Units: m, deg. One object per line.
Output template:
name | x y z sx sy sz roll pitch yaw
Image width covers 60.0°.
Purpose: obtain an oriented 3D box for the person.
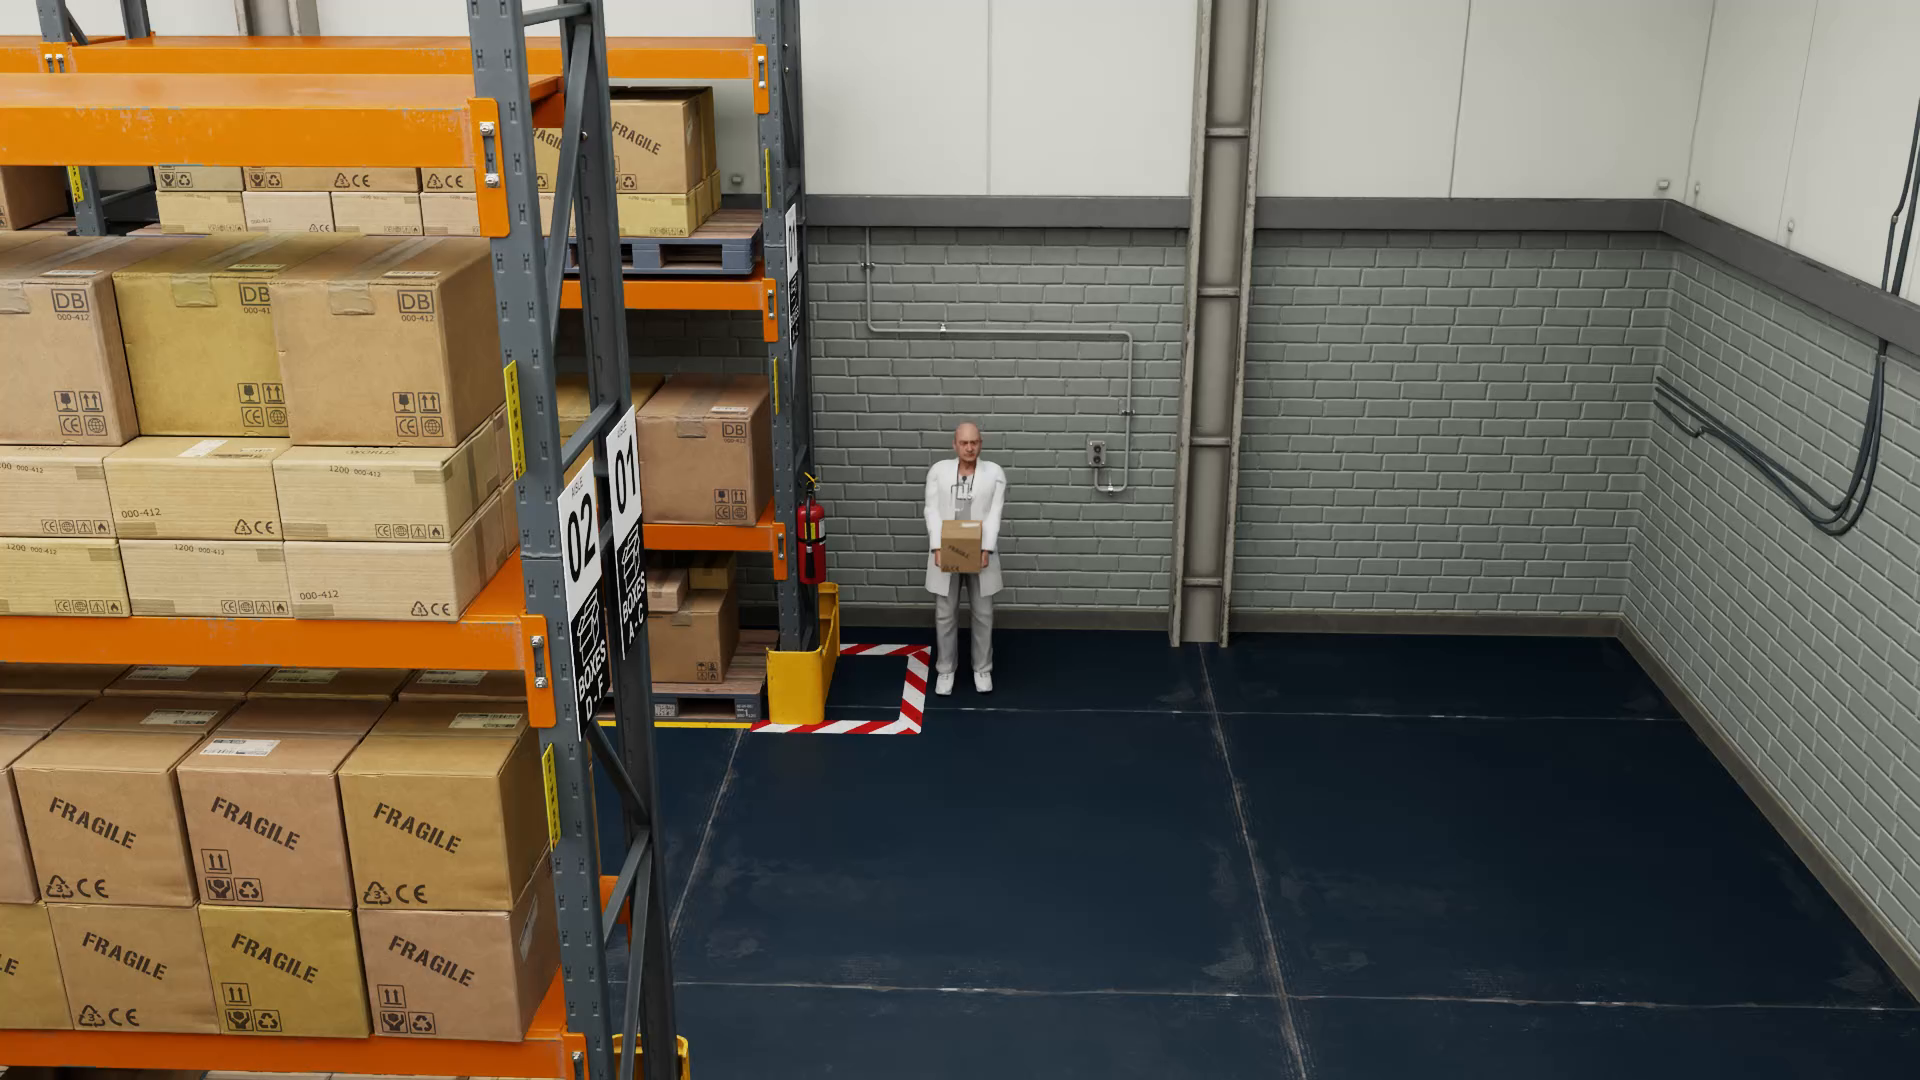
person | 0.028 0.146 10.718 0.529 1.772 0.553 1 21 3
